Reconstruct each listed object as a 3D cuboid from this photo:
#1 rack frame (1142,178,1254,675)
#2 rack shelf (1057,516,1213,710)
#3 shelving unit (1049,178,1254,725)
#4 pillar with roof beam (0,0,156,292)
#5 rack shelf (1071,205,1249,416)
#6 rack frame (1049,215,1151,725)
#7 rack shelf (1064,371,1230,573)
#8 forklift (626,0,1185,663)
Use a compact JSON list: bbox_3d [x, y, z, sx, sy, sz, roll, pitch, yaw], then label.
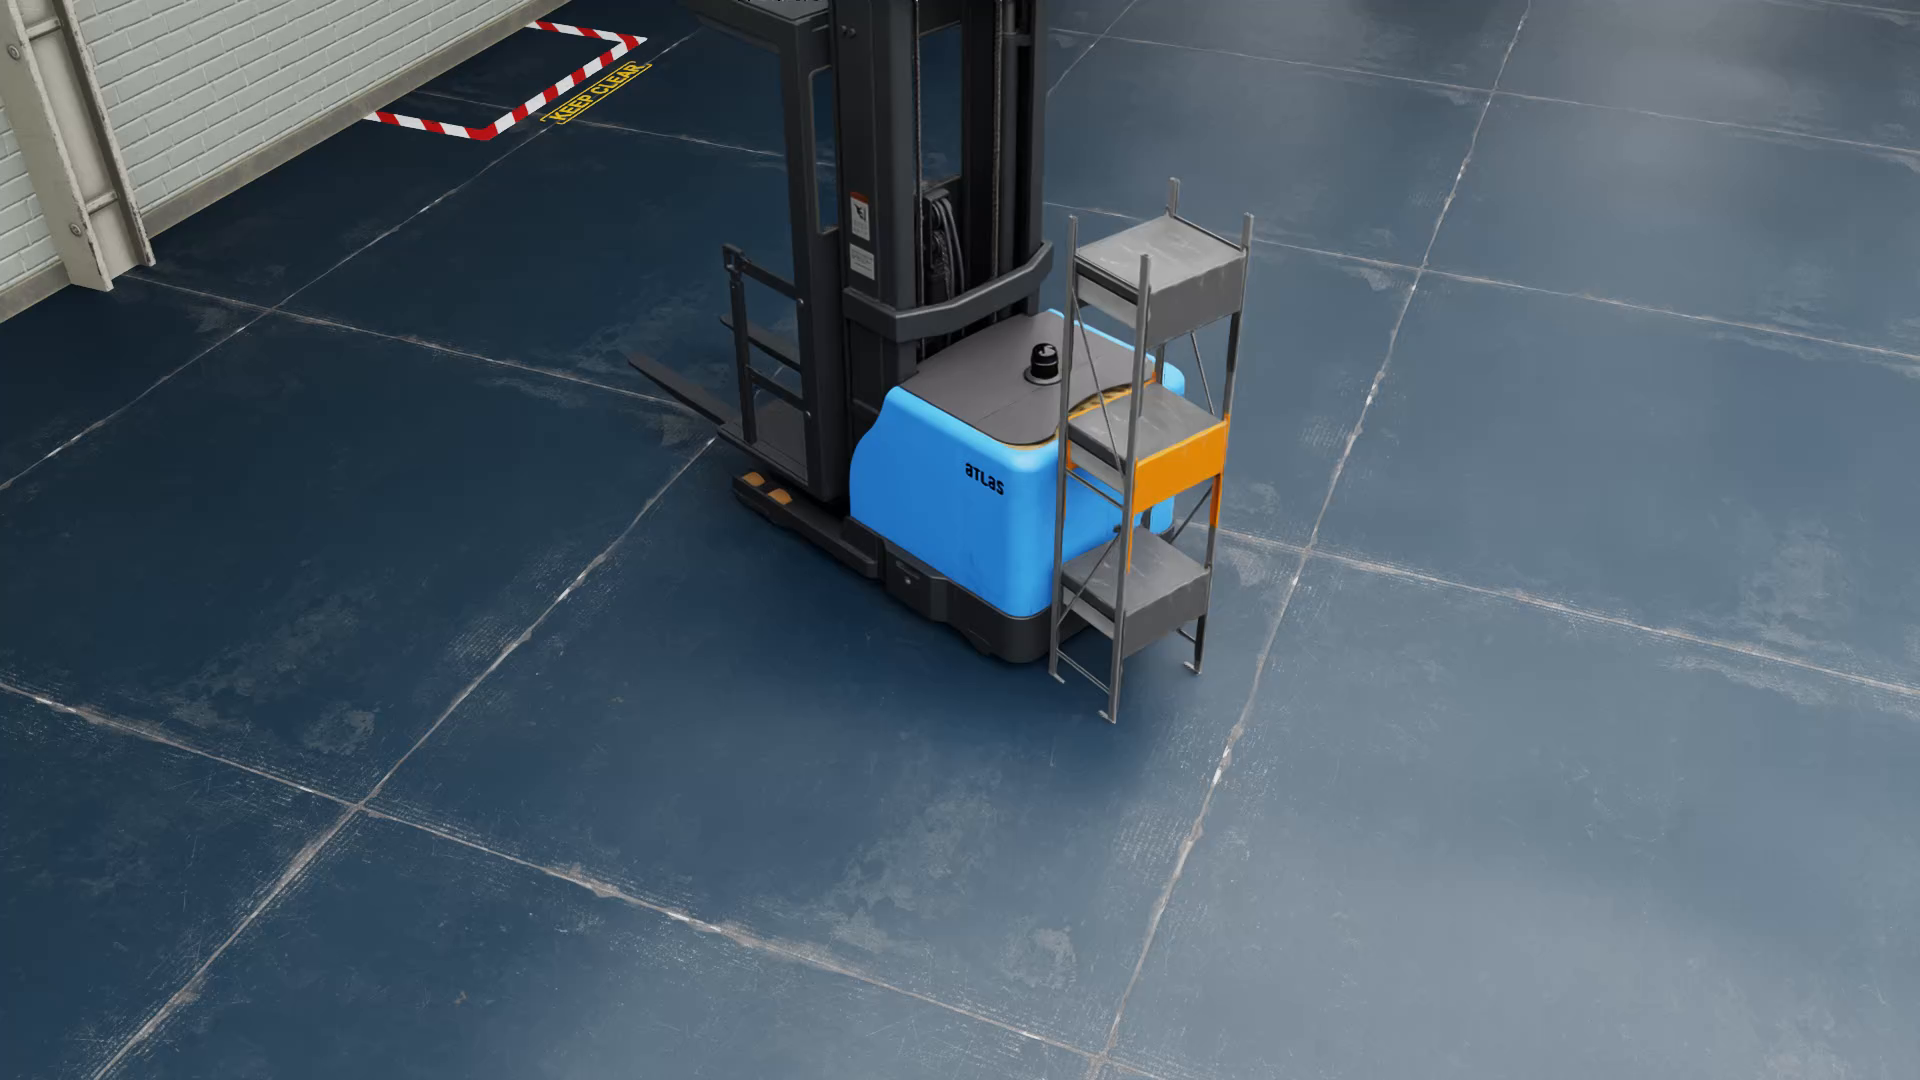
[{"bbox_3d":[0.885,-0.369,6.489,0.015,2.100,0.400,-25,44,-30],"label":"rack frame"},{"bbox_3d":[0.694,0.294,6.795,0.480,0.518,0.431,-25,44,-30],"label":"rack shelf"},{"bbox_3d":[0.694,-0.278,6.368,0.503,2.100,0.431,-25,44,-30],"label":"shelving unit"},{"bbox_3d":[-1.055,-4.214,5.872,9.100,9.000,0.400,14,39,18],"label":"pillar with roof beam"},{"bbox_3d":[0.694,-0.828,5.957,0.480,0.518,0.431,-25,44,-30],"label":"rack shelf"},{"bbox_3d":[0.503,-0.187,6.246,0.015,2.100,0.400,-25,44,-30],"label":"rack frame"},{"bbox_3d":[0.694,-0.267,6.376,0.480,0.518,0.431,-25,44,-30],"label":"rack shelf"},{"bbox_3d":[-0.439,-1.441,7.230,1.130,2.935,3.031,-31,46,-34],"label":"forklift"}]
